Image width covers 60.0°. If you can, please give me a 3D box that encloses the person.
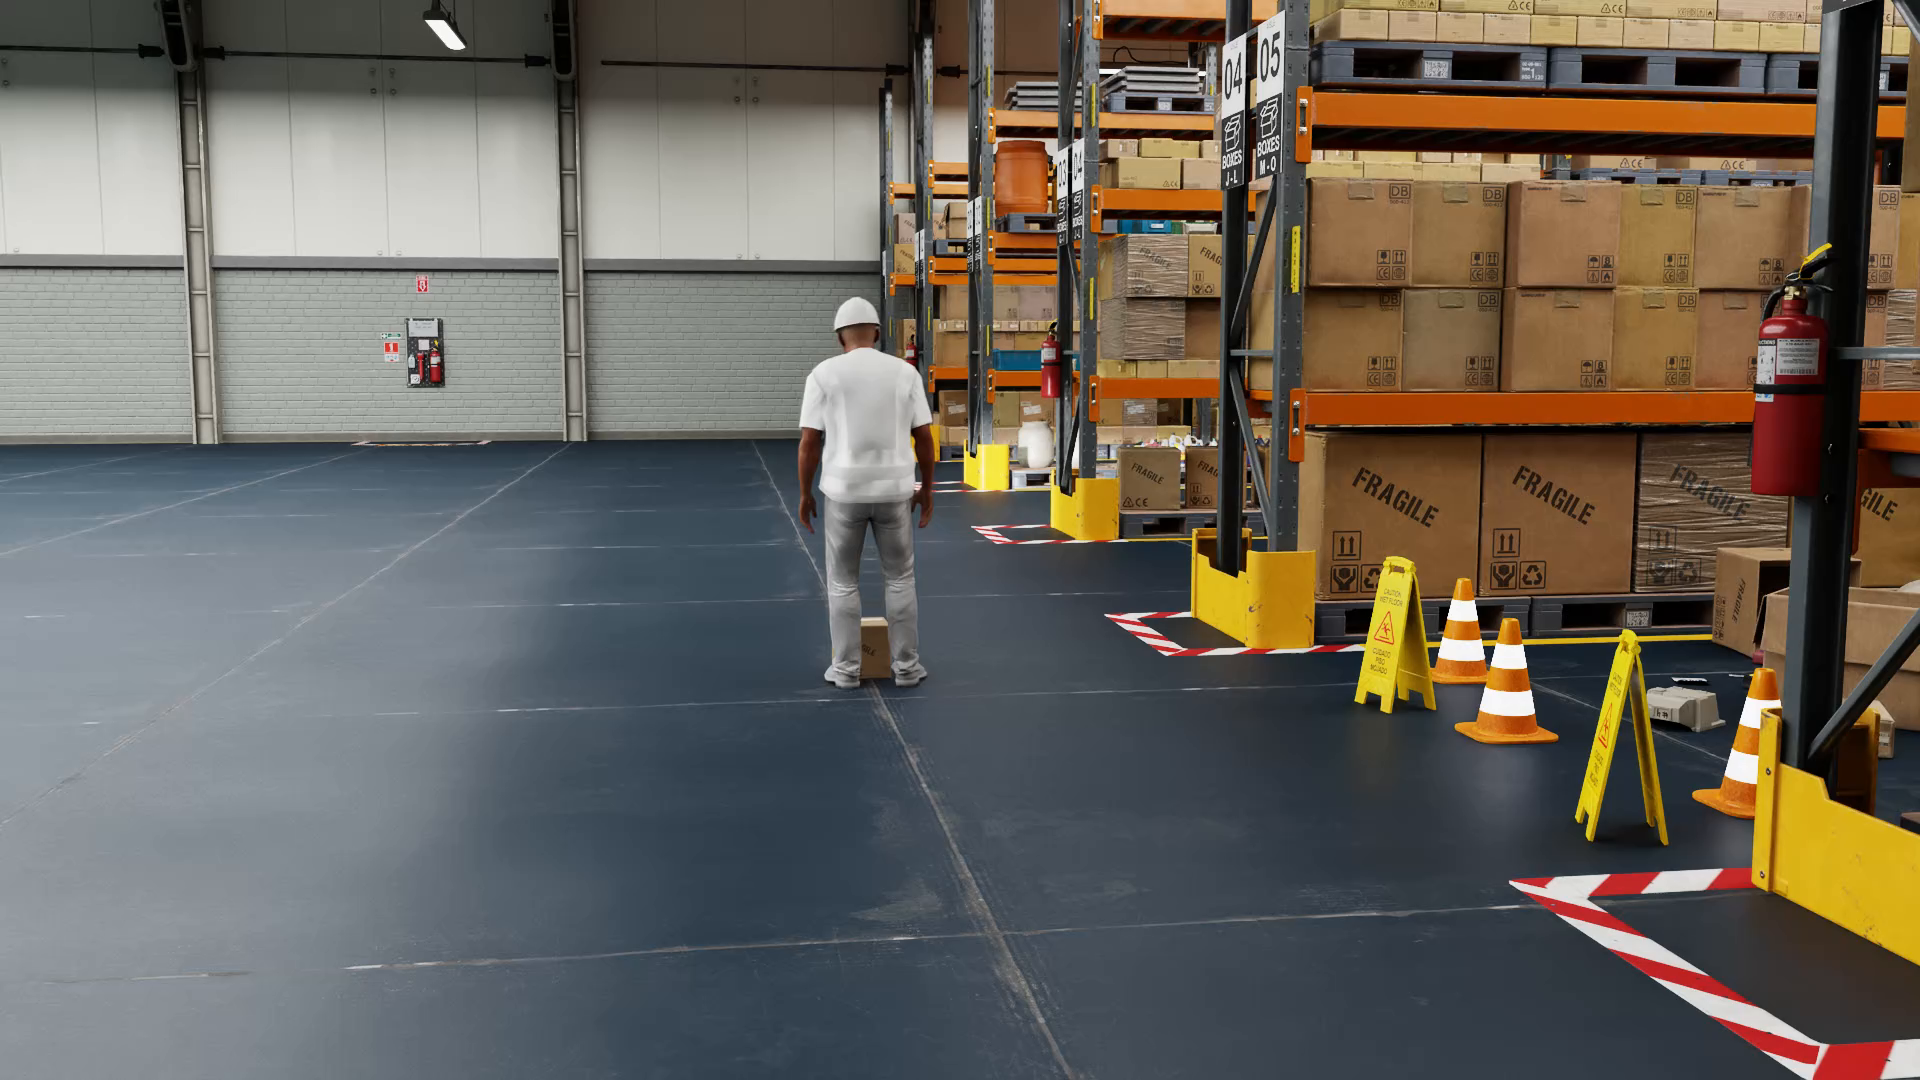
[{"bbox_3d":[-0.425,-0.214,7.535,0.628,1.759,0.461,-1,7,-12],"label":"person"}]
